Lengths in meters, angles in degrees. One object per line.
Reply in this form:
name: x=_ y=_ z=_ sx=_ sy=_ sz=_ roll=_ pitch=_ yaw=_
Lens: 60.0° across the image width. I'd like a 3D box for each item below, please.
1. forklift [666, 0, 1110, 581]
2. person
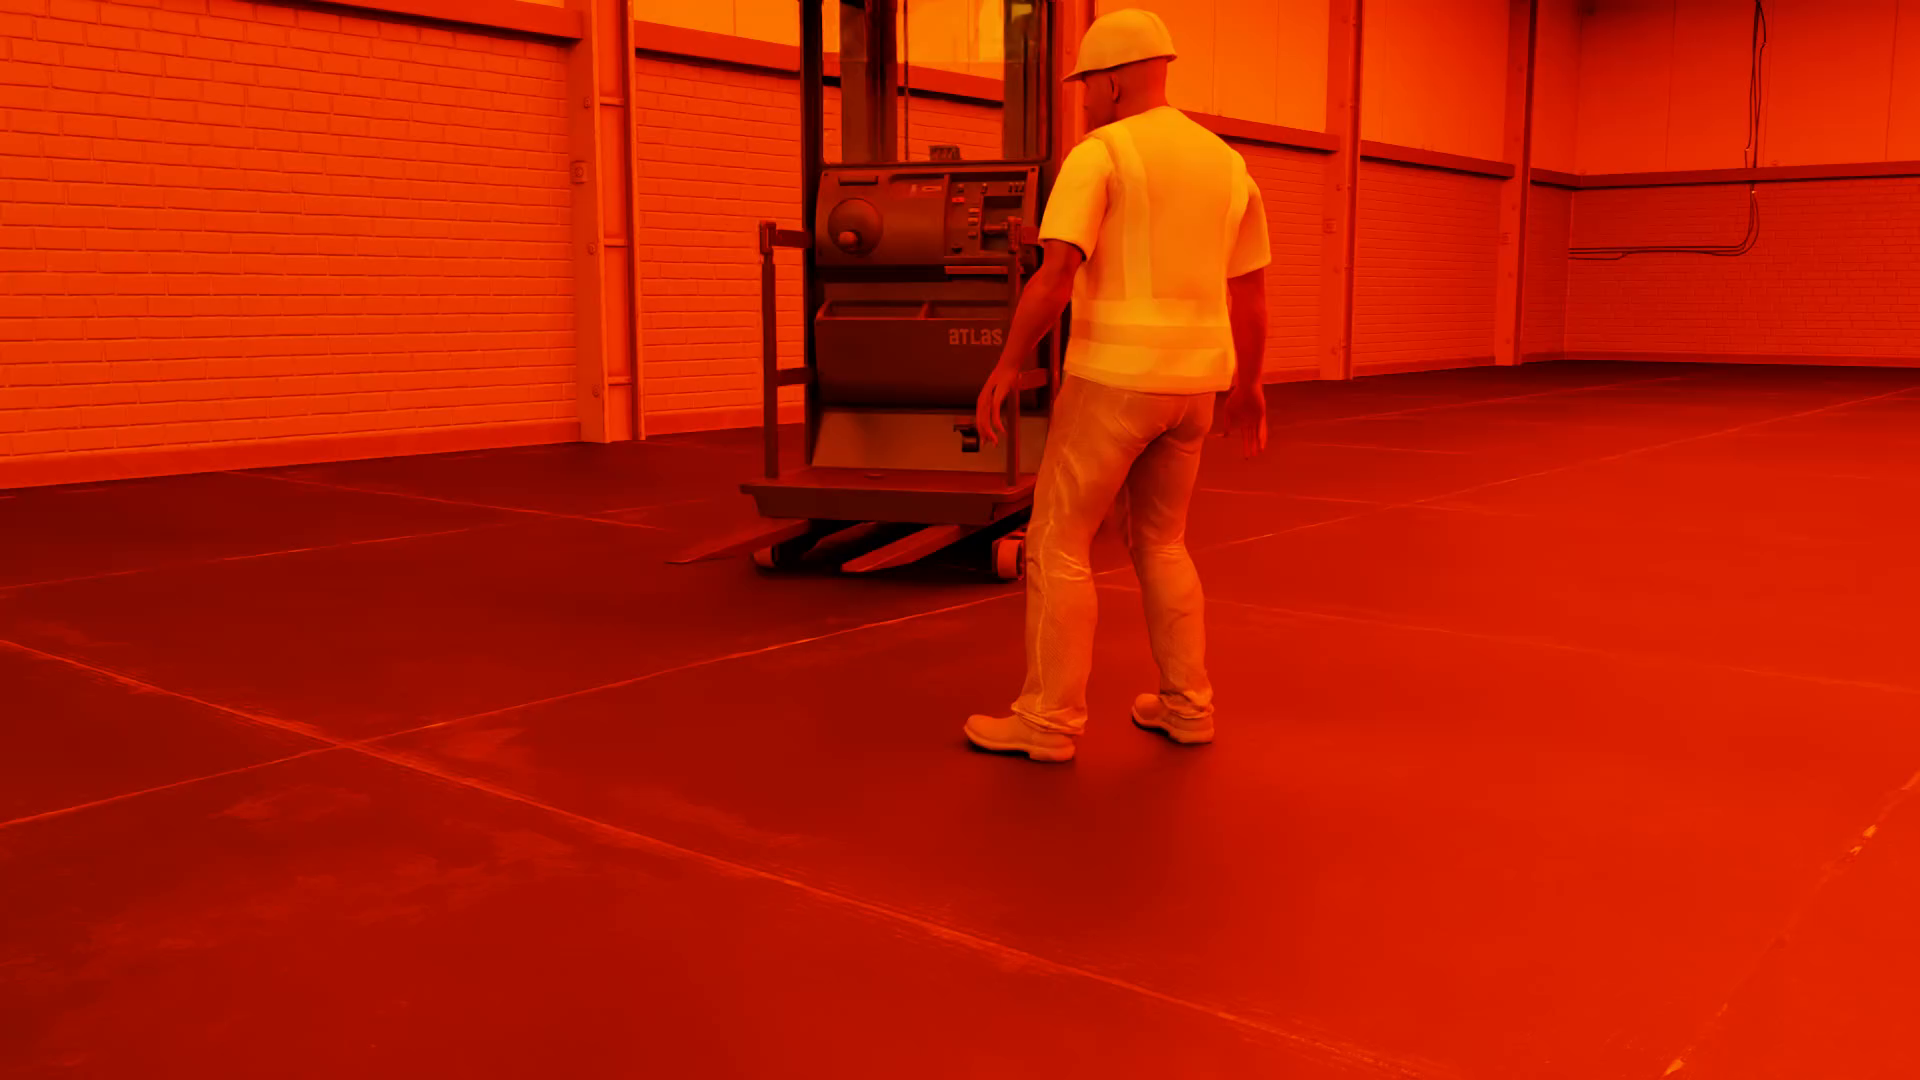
forklift: x=-0.198 y=-1.355 z=6.545 sx=1.130 sy=2.935 sz=3.031 roll=3 pitch=9 yaw=17
person: x=0.405 y=-0.380 z=3.993 sx=0.812 sy=1.742 sz=0.415 roll=-7 pitch=11 yaw=-38
